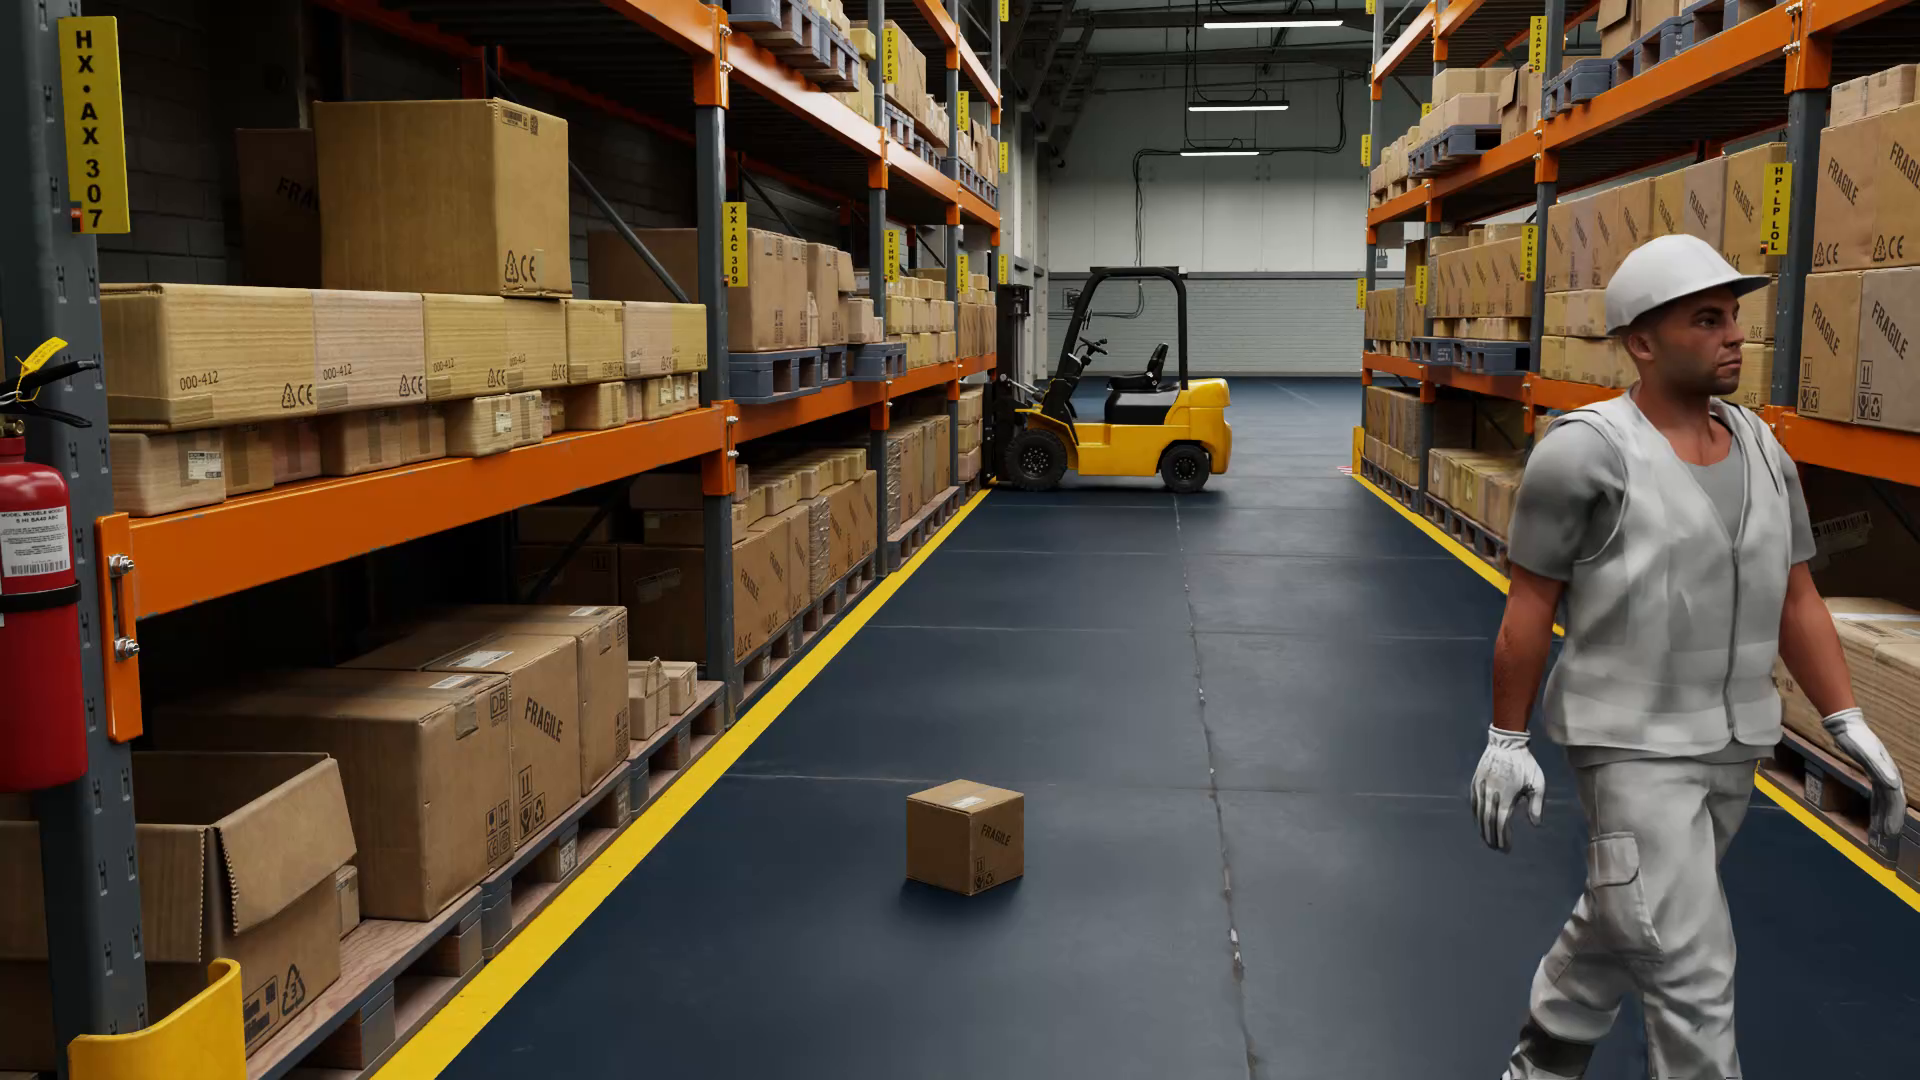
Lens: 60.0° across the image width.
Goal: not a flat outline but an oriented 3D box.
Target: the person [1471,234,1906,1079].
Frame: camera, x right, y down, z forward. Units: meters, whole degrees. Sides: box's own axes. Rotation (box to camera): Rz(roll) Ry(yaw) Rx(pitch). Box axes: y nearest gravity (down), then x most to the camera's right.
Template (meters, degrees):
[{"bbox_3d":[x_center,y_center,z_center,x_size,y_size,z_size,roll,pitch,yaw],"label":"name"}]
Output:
[{"bbox_3d":[1.271,0.363,2.798,0.600,1.739,0.958,-3,8,-24],"label":"person"}]
